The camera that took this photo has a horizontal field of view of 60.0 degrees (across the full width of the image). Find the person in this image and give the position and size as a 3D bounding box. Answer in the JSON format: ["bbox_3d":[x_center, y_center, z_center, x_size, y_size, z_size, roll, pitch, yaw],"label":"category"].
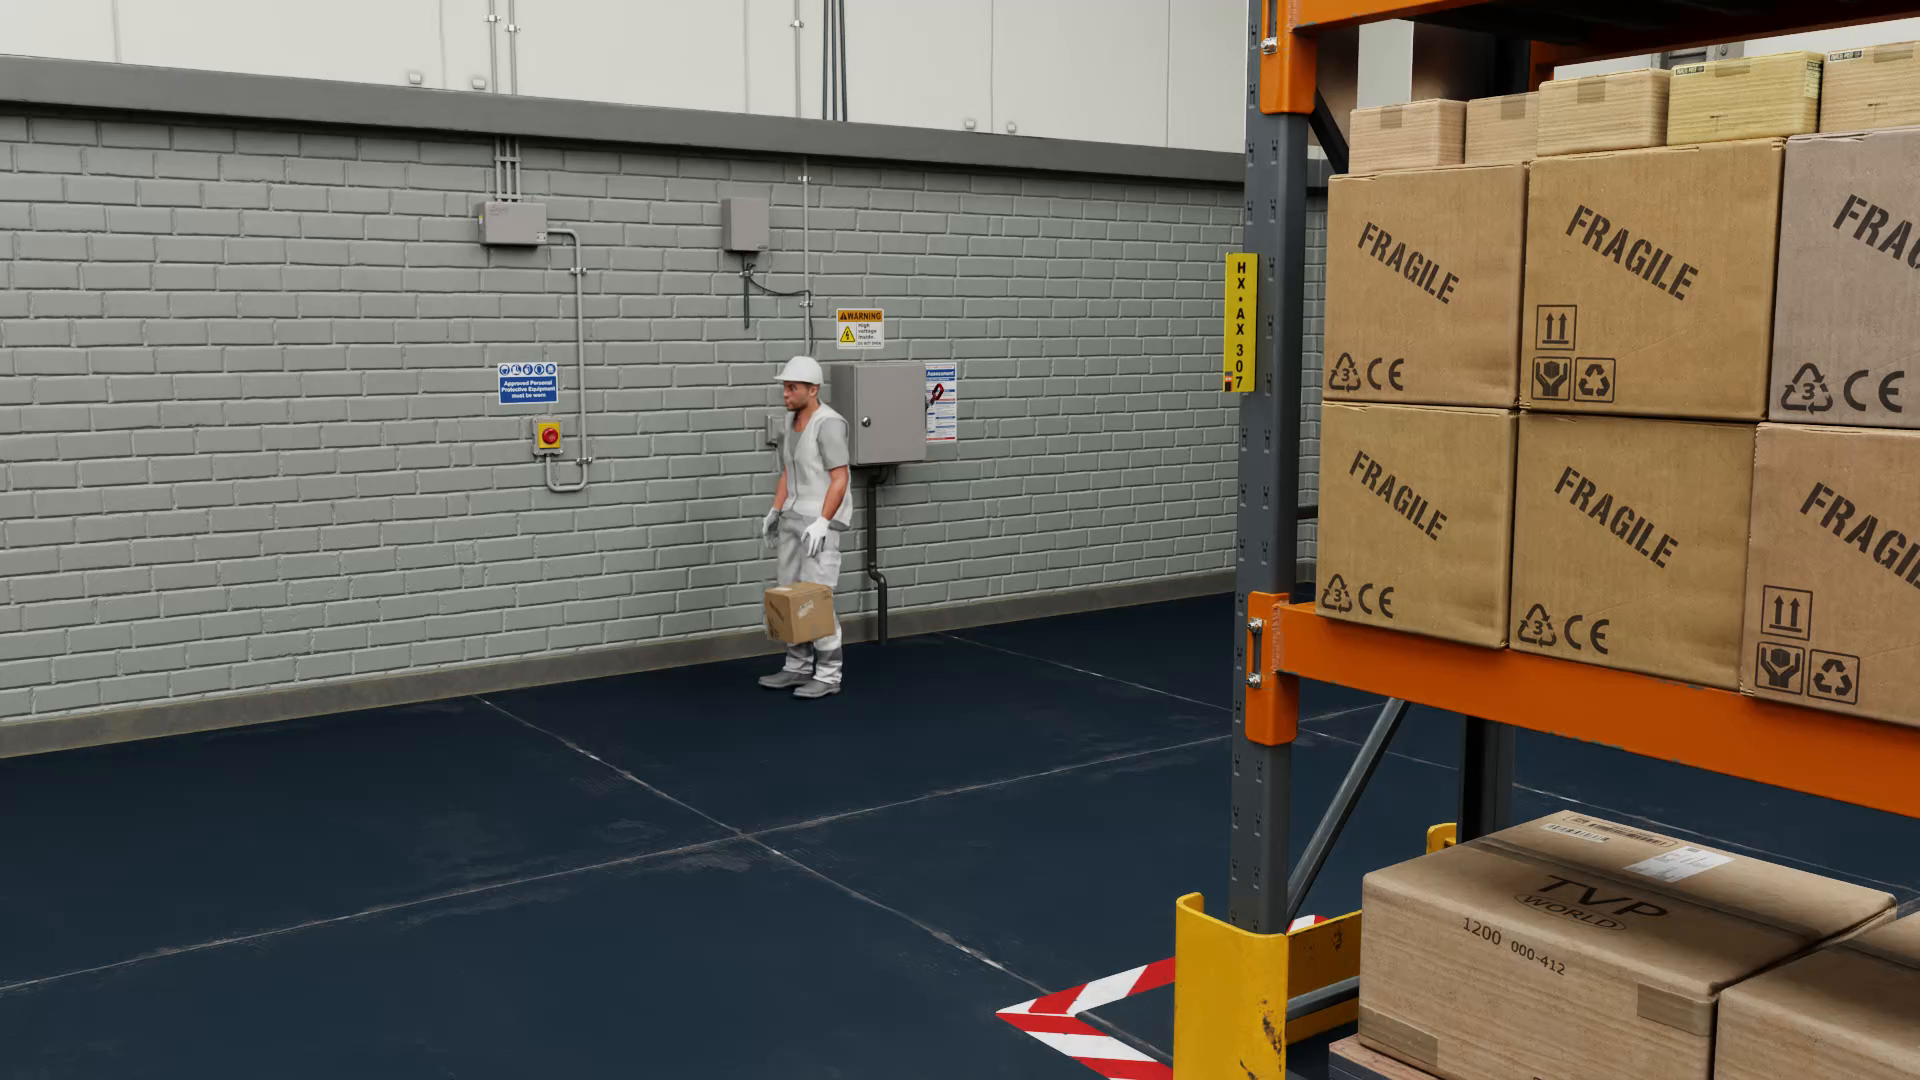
[{"bbox_3d":[-0.796,-0.074,8.769,0.416,1.785,0.553,-6,10,-37],"label":"person"}]
